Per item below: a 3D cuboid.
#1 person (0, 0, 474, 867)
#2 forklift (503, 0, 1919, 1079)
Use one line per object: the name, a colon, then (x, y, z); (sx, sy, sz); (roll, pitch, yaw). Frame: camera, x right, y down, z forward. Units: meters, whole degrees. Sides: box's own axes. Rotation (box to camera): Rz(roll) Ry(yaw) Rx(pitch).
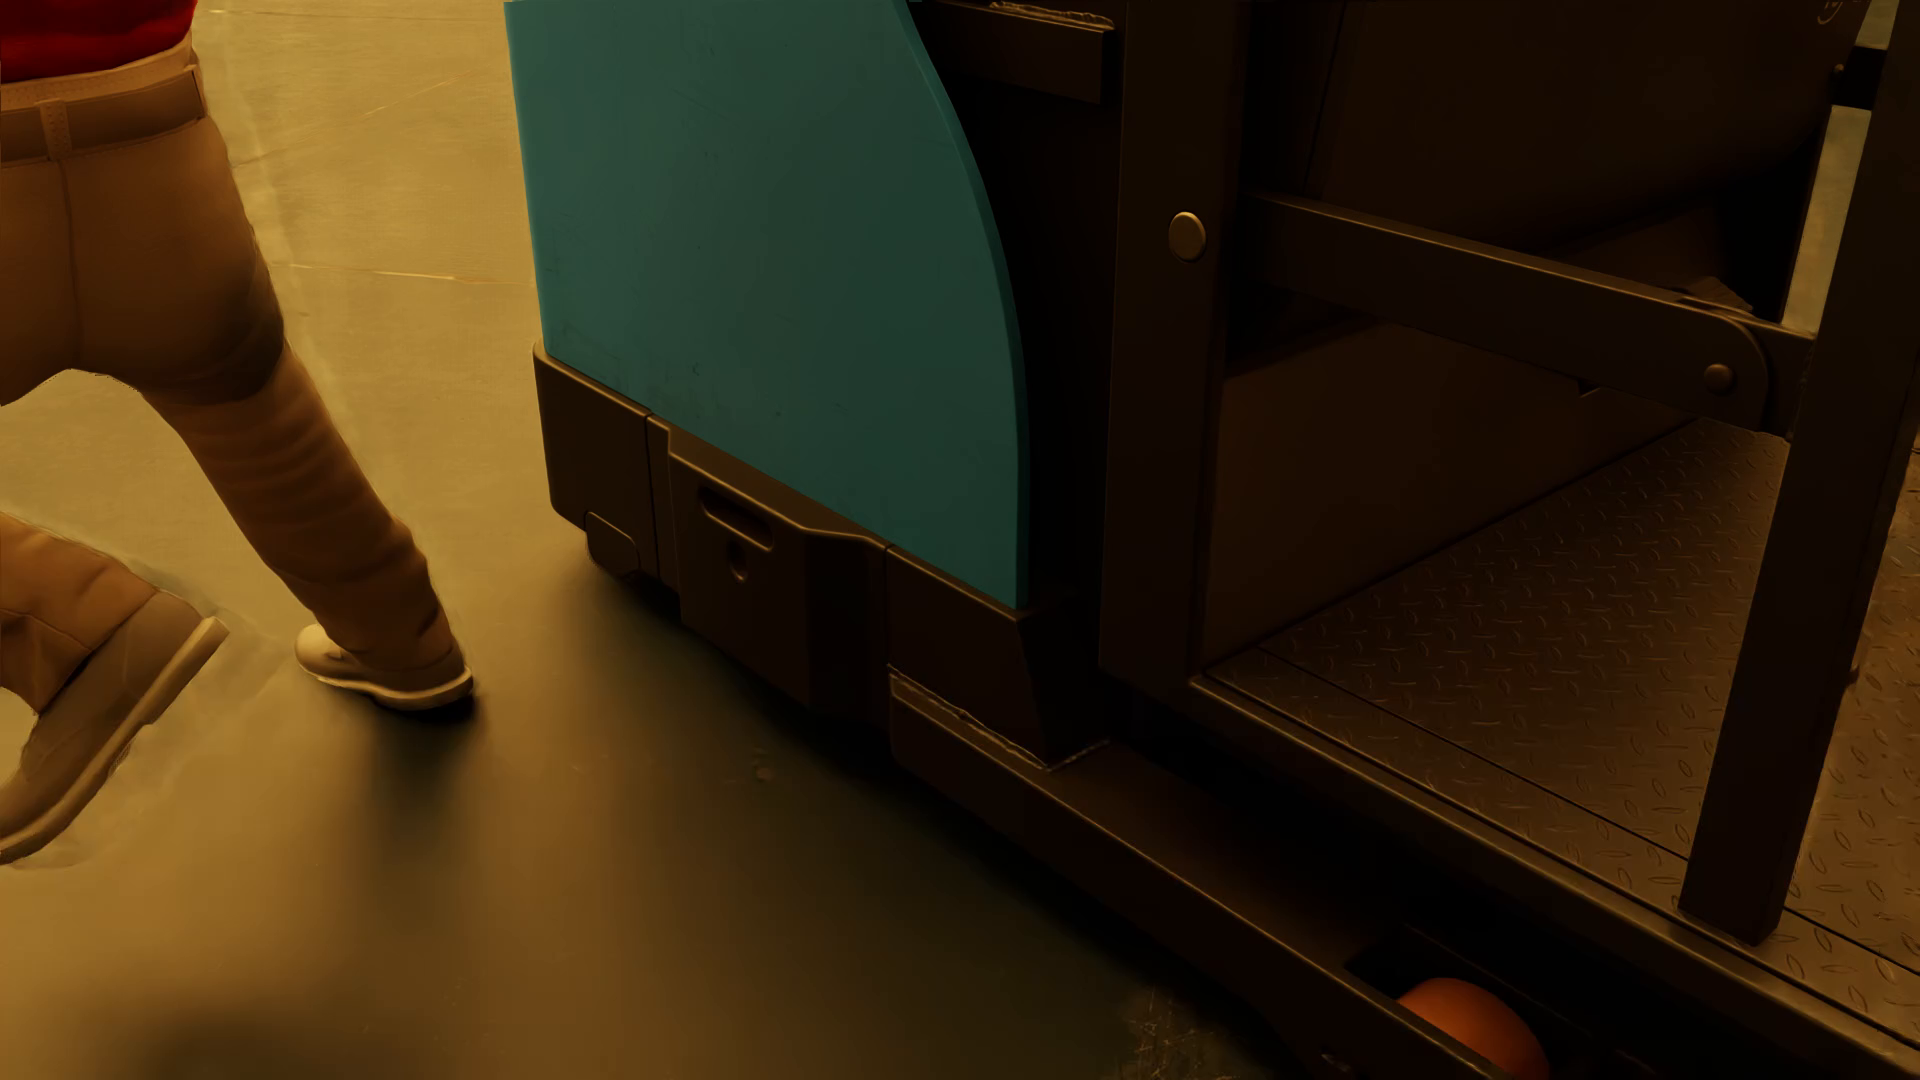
person: (-0.903, -0.377, 1.536); (0.690, 1.600, 0.816); (18, 32, 31)
forklift: (0.739, -0.956, 1.140); (1.130, 2.935, 3.031); (-21, 34, -36)
